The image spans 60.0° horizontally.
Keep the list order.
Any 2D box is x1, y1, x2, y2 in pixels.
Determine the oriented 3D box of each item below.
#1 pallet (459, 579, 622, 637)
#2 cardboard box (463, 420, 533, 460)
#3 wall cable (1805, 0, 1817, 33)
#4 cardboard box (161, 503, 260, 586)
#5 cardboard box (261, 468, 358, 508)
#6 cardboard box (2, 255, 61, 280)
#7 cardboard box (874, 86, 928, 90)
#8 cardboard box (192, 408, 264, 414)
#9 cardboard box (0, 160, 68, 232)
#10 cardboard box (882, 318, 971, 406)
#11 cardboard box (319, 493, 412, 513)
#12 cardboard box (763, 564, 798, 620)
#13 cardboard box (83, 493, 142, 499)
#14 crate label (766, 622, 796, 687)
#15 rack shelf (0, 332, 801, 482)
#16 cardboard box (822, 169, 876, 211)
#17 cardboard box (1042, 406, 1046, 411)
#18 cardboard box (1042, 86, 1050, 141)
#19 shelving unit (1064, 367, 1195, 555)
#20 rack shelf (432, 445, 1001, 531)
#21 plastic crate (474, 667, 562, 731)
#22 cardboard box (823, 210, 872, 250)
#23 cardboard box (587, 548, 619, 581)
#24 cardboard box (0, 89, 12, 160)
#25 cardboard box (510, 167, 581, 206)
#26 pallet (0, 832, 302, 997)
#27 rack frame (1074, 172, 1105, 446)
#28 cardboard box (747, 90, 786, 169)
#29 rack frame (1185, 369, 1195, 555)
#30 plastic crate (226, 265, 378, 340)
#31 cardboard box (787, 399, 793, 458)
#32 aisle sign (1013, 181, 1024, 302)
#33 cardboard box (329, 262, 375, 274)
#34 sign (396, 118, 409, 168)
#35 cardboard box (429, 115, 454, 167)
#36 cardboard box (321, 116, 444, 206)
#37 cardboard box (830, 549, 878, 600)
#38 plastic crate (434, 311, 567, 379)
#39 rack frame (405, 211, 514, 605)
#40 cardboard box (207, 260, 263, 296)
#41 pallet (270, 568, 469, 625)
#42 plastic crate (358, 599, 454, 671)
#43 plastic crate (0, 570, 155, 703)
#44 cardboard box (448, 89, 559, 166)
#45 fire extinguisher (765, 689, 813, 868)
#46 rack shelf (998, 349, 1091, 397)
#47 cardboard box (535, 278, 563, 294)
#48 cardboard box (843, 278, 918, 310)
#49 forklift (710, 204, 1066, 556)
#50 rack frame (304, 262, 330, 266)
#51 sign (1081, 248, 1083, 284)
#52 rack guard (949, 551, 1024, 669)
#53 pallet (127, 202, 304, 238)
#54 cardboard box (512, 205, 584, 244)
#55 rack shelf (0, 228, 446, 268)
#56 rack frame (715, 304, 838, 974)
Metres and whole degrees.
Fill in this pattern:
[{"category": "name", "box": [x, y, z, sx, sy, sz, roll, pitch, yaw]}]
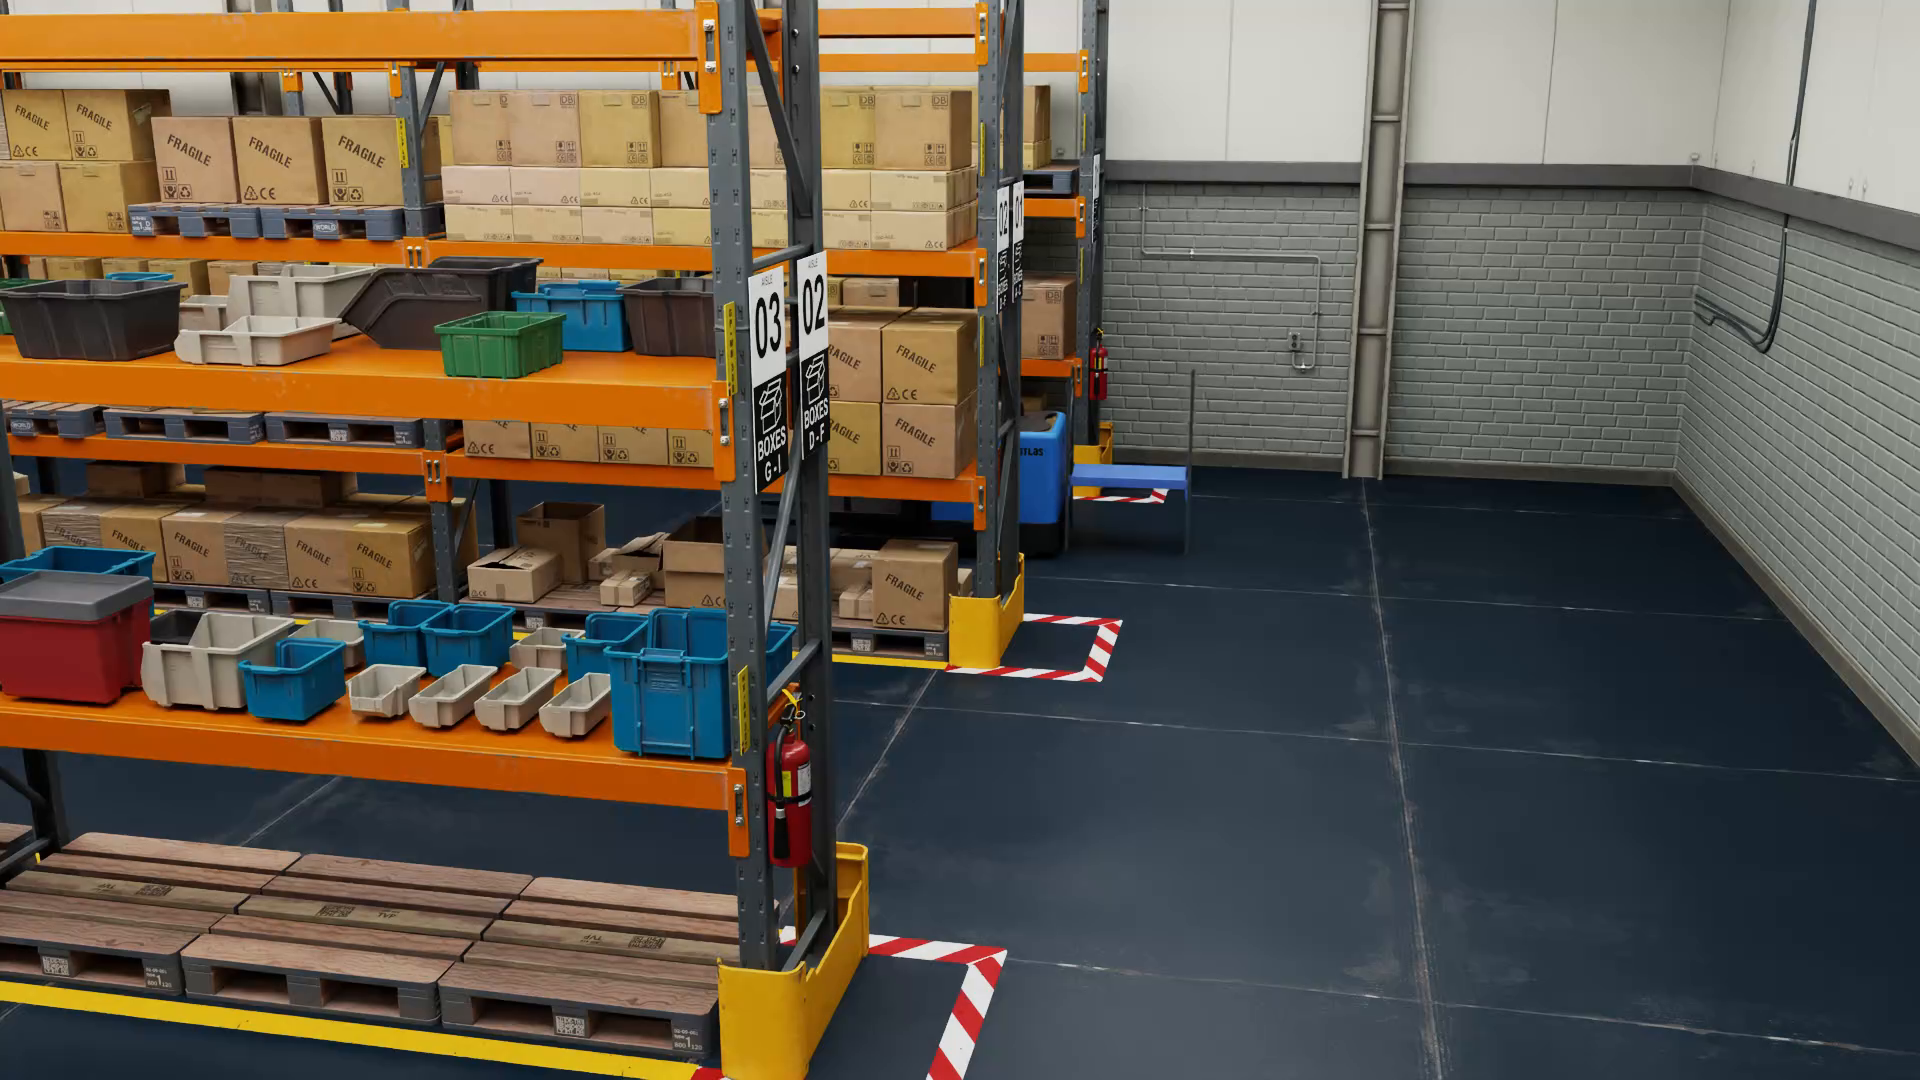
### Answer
[{"category": "pallet", "box": [-2.973, 0.448, 12.480, 1.213, 0.211, 1.003, 3, 16, 11]}, {"category": "cardboard box", "box": [-3.201, -0.883, 11.872, 0.500, 0.500, 0.500, 4, 16, 13]}, {"category": "wall cable", "box": [6.189, -4.743, 11.113, 0.112, 2.526, 3.097, 3, 16, 11]}, {"category": "cardboard box", "box": [-5.660, 0.027, 12.635, 0.500, 0.500, 0.500, 3, 16, 9]}, {"category": "cardboard box", "box": [-5.052, -0.444, 12.931, 0.500, 0.250, 0.500, 3, 16, 11]}, {"category": "cardboard box", "box": [-10.010, -2.879, 18.254, 0.500, 0.500, 0.700, 3, 16, 11]}, {"category": "cardboard box", "box": [-0.516, -4.024, 15.683, 0.500, 0.500, 0.500, 2, 16, 9]}, {"category": "cardboard box", "box": [-5.390, -1.261, 12.453, 0.500, 0.500, 0.700, -1, 16, -3]}, {"category": "cardboard box", "box": [-6.632, -2.598, 12.445, 0.500, 0.500, 0.910, 3, 16, 11]}, {"category": "cardboard box", "box": [-0.217, -1.202, 11.152, 0.500, 0.500, 0.500, 3, 16, 11]}, {"category": "cardboard box", "box": [-4.597, -0.055, 12.931, 0.500, 0.500, 0.500, 3, 16, 12]}, {"category": "cardboard box", "box": [-1.233, 0.370, 11.864, 0.500, 0.250, 0.500, 3, 16, 11]}, {"category": "cardboard box", "box": [-6.603, -0.165, 13.326, 0.500, 0.500, 0.500, 4, 16, 13]}, {"category": "crate label", "box": [-0.894, 0.528, 7.168, 0.303, 0.233, 0.416, 3, 16, 11]}, {"category": "rack shelf", "box": [-2.677, -0.630, 6.875, 4.000, 0.370, 1.077, 3, 16, 11]}, {"category": "cardboard box", "box": [-0.771, -2.321, 10.979, 0.500, 0.250, 0.500, 3, 16, 11]}, {"category": "cardboard box", "box": [0.551, -1.025, 16.469, 0.500, 0.500, 0.700, 3, 16, 11]}, {"category": "cardboard box", "box": [0.590, -4.103, 15.970, 0.500, 0.500, 0.500, 2, 16, 9]}, {"category": "shelving unit", "box": [1.441, -0.677, 14.128, 1.048, 1.500, 0.538, 2, 16, 8]}, {"category": "rack shelf", "box": [-1.686, -0.480, 11.953, 4.000, 0.370, 1.077, 3, 16, 11]}, {"category": "plastic crate", "box": [-1.834, 0.658, 6.878, 0.243, 0.136, 0.396, 3, 16, 11]}, {"category": "cardboard box", "box": [-0.770, -2.081, 11.048, 0.500, 0.250, 0.500, 3, 16, 11]}, {"category": "cardboard box", "box": [-2.652, 0.189, 12.706, 0.250, 0.149, 0.380, 3, 16, 11]}, {"category": "cardboard box", "box": [-7.140, -3.096, 12.372, 0.500, 0.500, 0.500, 3, 16, 11]}, {"category": "cardboard box", "box": [-2.729, -2.430, 11.372, 0.500, 0.250, 0.500, 3, 16, 11]}, {"category": "pallet", "box": [-3.909, 1.735, 7.832, 1.213, 0.211, 1.003, 3, 16, 11]}, {"category": "rack frame", "box": [1.257, -2.016, 16.152, 0.127, 3.000, 1.000, 3, 16, 11]}, {"category": "cardboard box", "box": [-1.218, -2.766, 11.180, 0.500, 0.500, 0.700, 3, 16, 11]}, {"category": "rack frame", "box": [1.944, -0.659, 14.061, 0.032, 1.500, 0.500, 2, 16, 8]}, {"category": "plastic crate", "box": [-2.828, -1.012, 7.128, 0.530, 0.282, 0.437, 3, 16, 11]}, {"category": "cardboard box", "box": [-1.217, -0.776, 11.486, 0.500, 0.500, 0.500, 3, 16, 12]}, {"category": "aisle sign", "box": [0.399, -2.046, 11.390, 0.004, 0.787, 0.394, 3, 16, 11]}, {"category": "cardboard box", "box": [-6.161, -2.911, 17.196, 0.500, 0.250, 0.500, 3, 16, 12]}, {"category": "sign", "box": [-3.753, -2.672, 11.194, 0.005, 0.325, 0.100, 3, 16, 11]}, {"category": "cardboard box", "box": [-5.027, -4.089, 17.006, 0.500, 0.500, 0.700, 4, 16, 14]}, {"category": "cardboard box", "box": [-4.125, -2.723, 11.924, 0.600, 0.600, 0.600, 2, 16, 6]}, {"category": "cardboard box", "box": [-0.693, 0.263, 12.249, 0.500, 0.250, 0.500, 3, 16, 11]}, {"category": "plastic crate", "box": [-1.741, -0.746, 6.343, 0.336, 0.188, 0.450, 3, 16, 11]}, {"category": "rack frame", "box": [-3.646, -0.933, 12.241, 0.127, 3.000, 1.000, 3, 16, 11]}, {"category": "cardboard box", "box": [-7.598, -2.747, 17.778, 0.500, 0.500, 0.700, 2, 16, 6]}, {"category": "pallet", "box": [-4.451, 0.378, 12.734, 1.213, 0.211, 1.003, 3, 16, 11]}, {"category": "plastic crate", "box": [-2.478, 0.442, 7.479, 0.300, 0.233, 0.416, 3, 16, 11]}, {"category": "plastic crate", "box": [-3.812, 0.416, 7.139, 0.583, 0.464, 0.402, 3, 16, 11]}, {"category": "cardboard box", "box": [-3.162, -2.893, 11.636, 0.500, 0.500, 0.700, 3, 16, 11]}, {"category": "fire extinguisher", "box": [-0.660, 0.919, 6.398, 0.183, 0.674, 0.296, 3, 16, 11]}, {"category": "rack shelf", "box": [-0.703, -1.776, 16.632, 4.000, 0.370, 1.077, 3, 16, 11]}, {"category": "cardboard box", "box": [-4.158, -2.442, 16.908, 0.500, 0.500, 0.500, 3, 16, 11]}, {"category": "cardboard box", "box": [-0.705, -2.264, 16.484, 0.700, 0.700, 0.980, 2, 16, 8]}, {"category": "forklift", "box": [-0.619, -1.436, 14.184, 3.031, 2.935, 1.130, 2, 16, 8]}, {"category": "rack frame", "box": [-6.583, -2.442, 17.688, 0.127, 3.000, 1.000, 3, 16, 11]}, {"category": "sign", "box": [1.135, -2.547, 15.456, 0.005, 0.325, 0.100, 3, 16, 11]}, {"category": "rack guard", "box": [0.199, 0.480, 11.821, 0.348, 0.500, 1.175, 3, 16, 11]}, {"category": "pallet", "box": [-5.288, -2.395, 12.253, 1.003, 0.211, 1.213, 3, 16, 11]}, {"category": "cardboard box", "box": [-2.730, -2.188, 11.434, 0.500, 0.250, 0.500, 3, 16, 11]}, {"category": "rack shelf", "box": [-5.606, -2.138, 12.321, 4.000, 0.370, 1.077, 3, 16, 11]}, {"category": "rack frame", "box": [-0.717, 0.575, 6.796, 0.127, 3.000, 1.000, 3, 16, 11]}]
